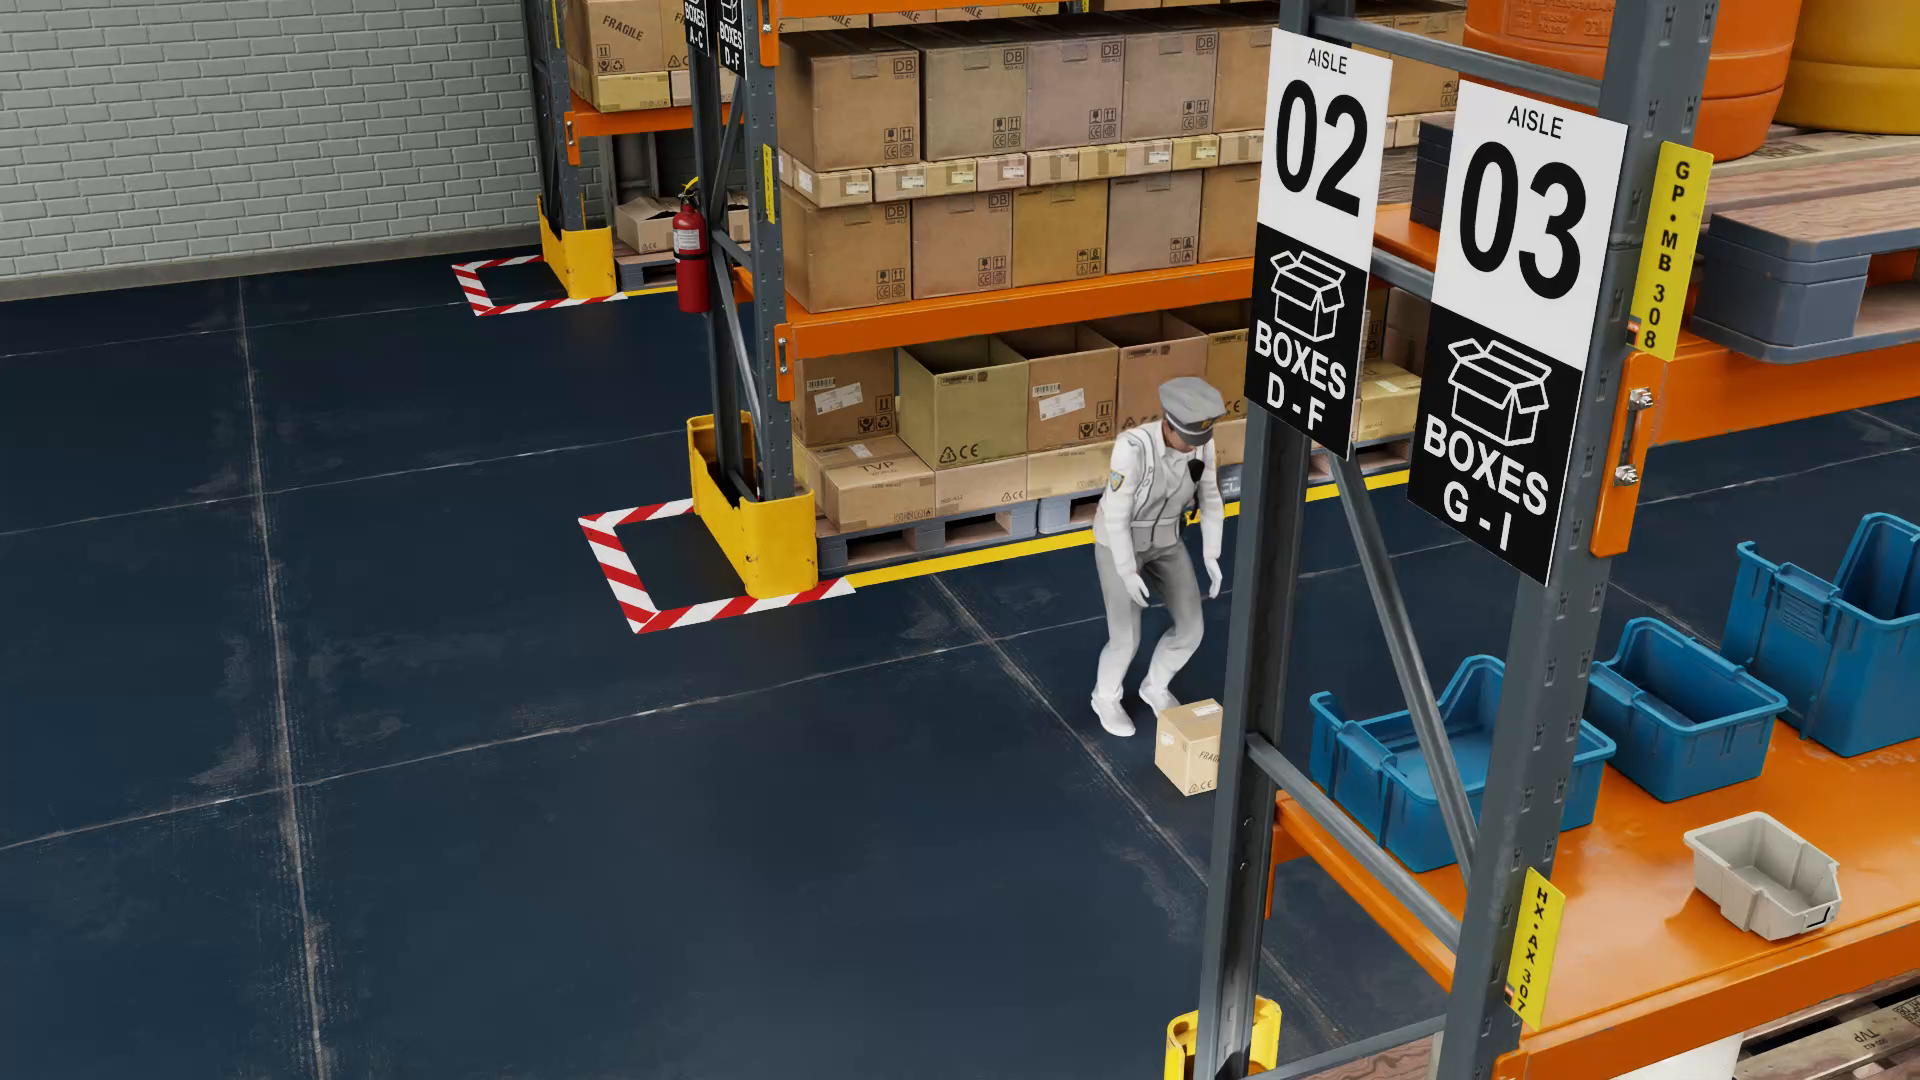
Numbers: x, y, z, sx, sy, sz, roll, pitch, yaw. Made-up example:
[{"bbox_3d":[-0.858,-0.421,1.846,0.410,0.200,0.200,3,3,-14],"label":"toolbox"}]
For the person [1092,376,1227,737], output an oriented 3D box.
[{"bbox_3d":[0.799,0.058,6.647,0.523,1.542,0.570,-10,28,-20],"label":"person"}]
